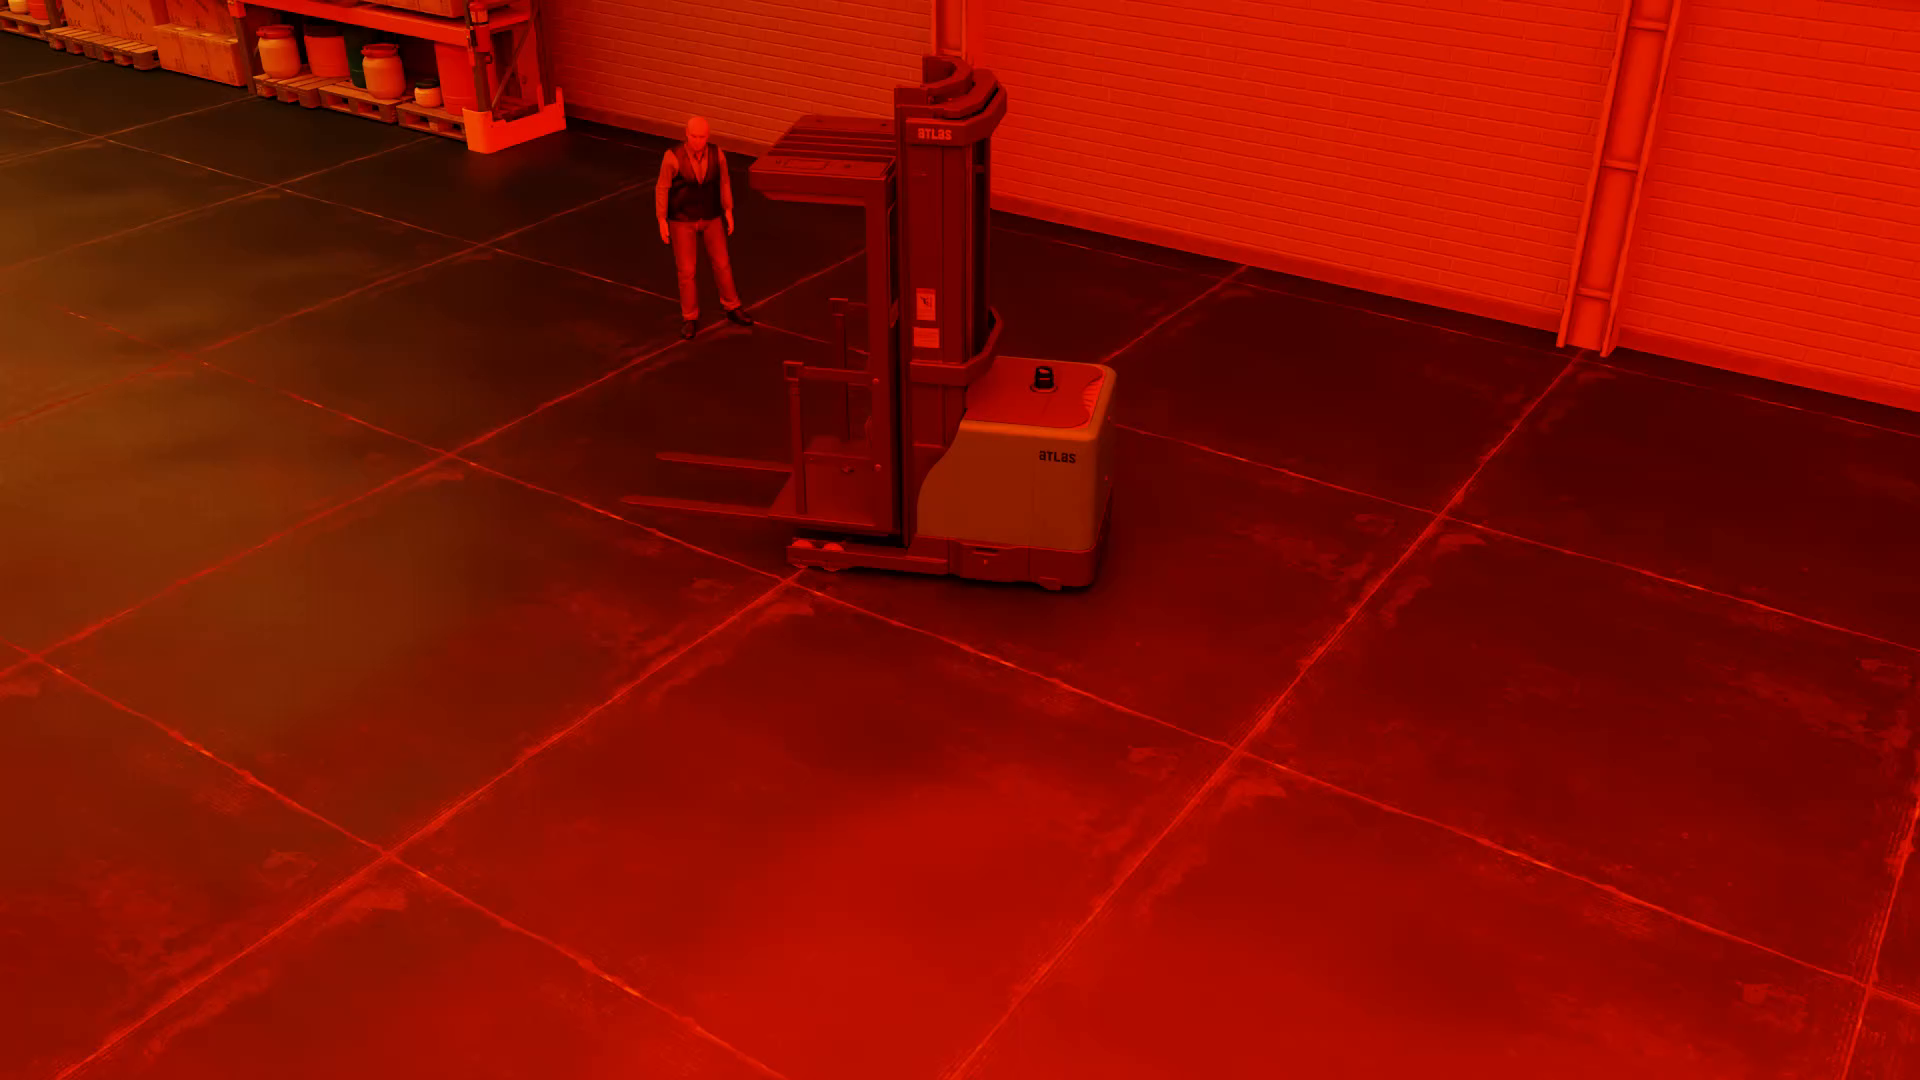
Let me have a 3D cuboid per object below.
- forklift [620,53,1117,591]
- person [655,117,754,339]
[{"bbox_3d":[-0.596,-1.330,9.871,3.031,2.935,1.130,6,31,10],"label":"forklift"},{"bbox_3d":[-2.045,-2.493,13.085,0.686,1.721,0.453,-15,33,-24],"label":"person"}]
